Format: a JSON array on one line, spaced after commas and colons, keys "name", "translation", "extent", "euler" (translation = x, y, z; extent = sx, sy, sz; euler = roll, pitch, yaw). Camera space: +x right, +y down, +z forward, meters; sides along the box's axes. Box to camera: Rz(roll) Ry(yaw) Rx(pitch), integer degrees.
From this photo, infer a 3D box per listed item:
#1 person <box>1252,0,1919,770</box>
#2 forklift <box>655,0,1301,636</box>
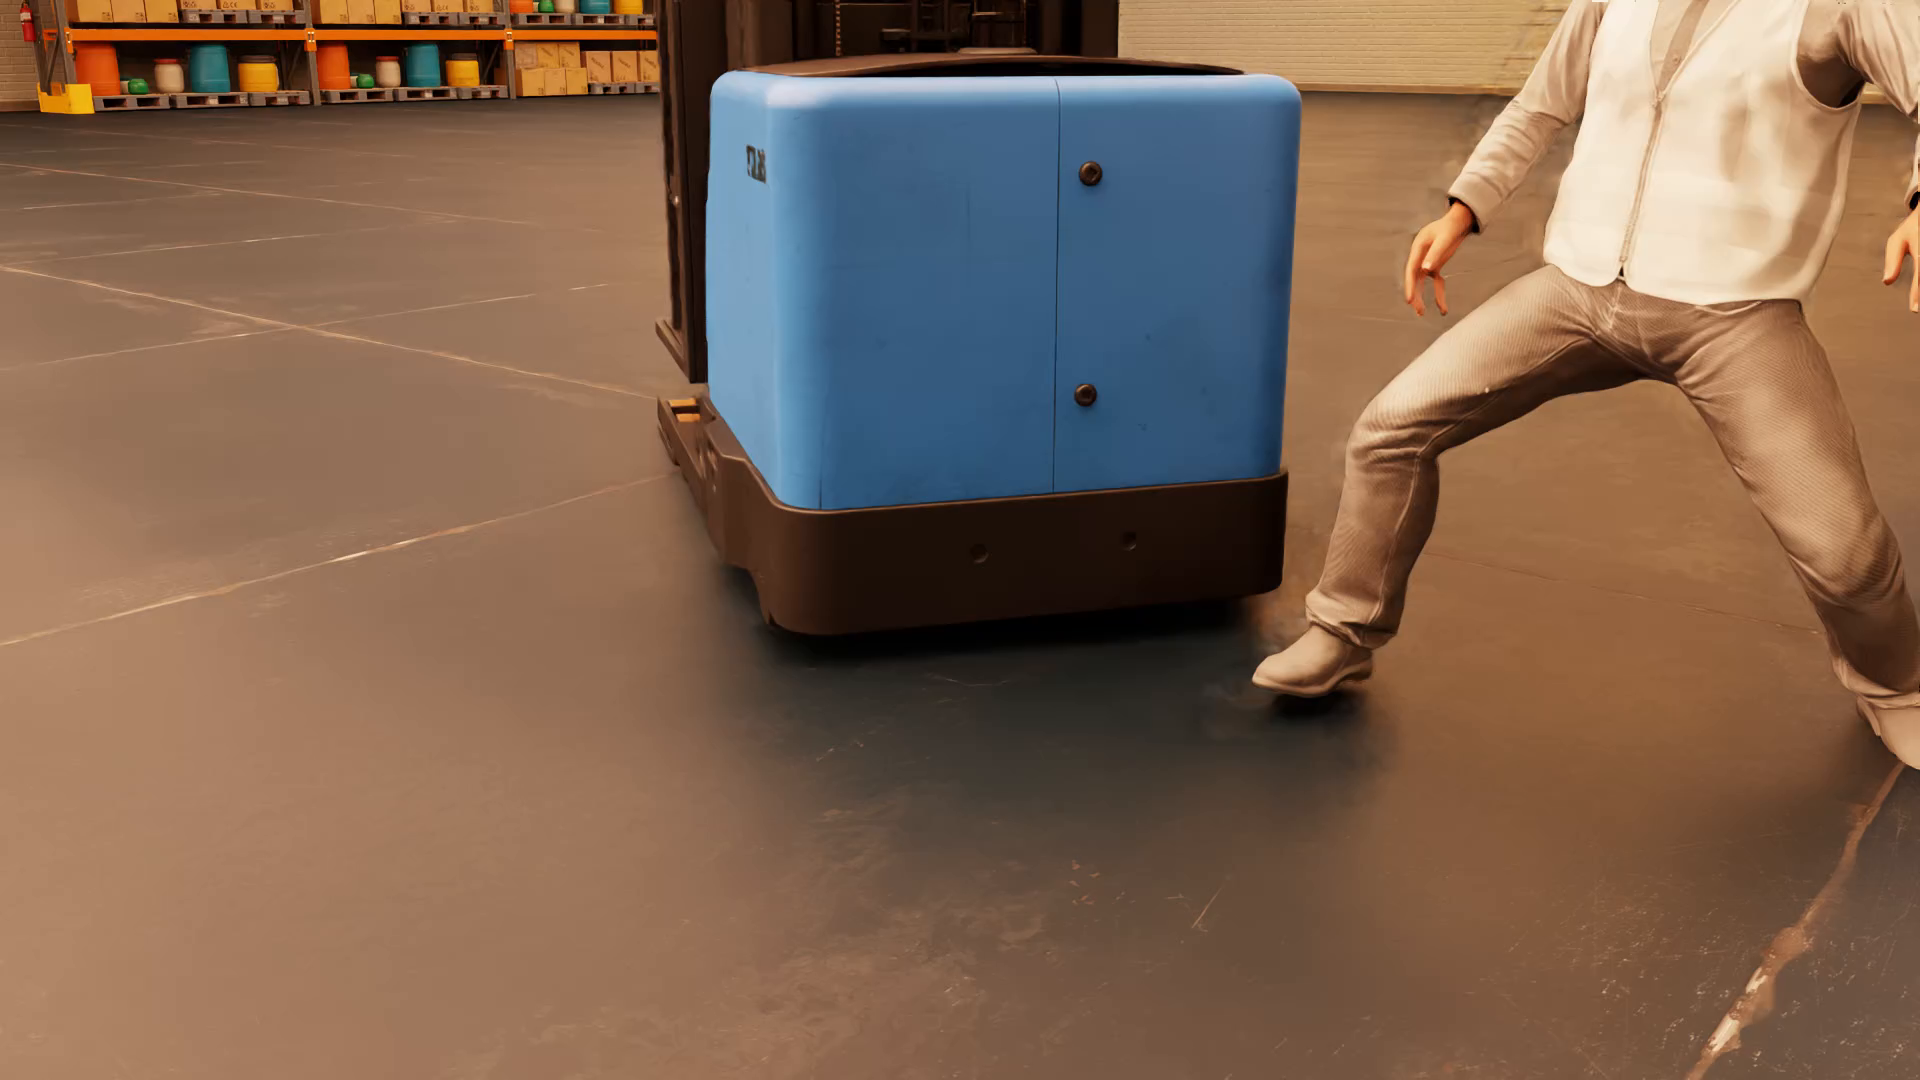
[{"name": "person", "translation": [1.138, -0.423, 2.655], "extent": [0.896, 1.627, 0.982], "euler": [-14, 22, -39]}, {"name": "forklift", "translation": [-0.234, -1.612, 4.206], "extent": [1.130, 2.935, 3.031], "euler": [-5, 18, -15]}]
